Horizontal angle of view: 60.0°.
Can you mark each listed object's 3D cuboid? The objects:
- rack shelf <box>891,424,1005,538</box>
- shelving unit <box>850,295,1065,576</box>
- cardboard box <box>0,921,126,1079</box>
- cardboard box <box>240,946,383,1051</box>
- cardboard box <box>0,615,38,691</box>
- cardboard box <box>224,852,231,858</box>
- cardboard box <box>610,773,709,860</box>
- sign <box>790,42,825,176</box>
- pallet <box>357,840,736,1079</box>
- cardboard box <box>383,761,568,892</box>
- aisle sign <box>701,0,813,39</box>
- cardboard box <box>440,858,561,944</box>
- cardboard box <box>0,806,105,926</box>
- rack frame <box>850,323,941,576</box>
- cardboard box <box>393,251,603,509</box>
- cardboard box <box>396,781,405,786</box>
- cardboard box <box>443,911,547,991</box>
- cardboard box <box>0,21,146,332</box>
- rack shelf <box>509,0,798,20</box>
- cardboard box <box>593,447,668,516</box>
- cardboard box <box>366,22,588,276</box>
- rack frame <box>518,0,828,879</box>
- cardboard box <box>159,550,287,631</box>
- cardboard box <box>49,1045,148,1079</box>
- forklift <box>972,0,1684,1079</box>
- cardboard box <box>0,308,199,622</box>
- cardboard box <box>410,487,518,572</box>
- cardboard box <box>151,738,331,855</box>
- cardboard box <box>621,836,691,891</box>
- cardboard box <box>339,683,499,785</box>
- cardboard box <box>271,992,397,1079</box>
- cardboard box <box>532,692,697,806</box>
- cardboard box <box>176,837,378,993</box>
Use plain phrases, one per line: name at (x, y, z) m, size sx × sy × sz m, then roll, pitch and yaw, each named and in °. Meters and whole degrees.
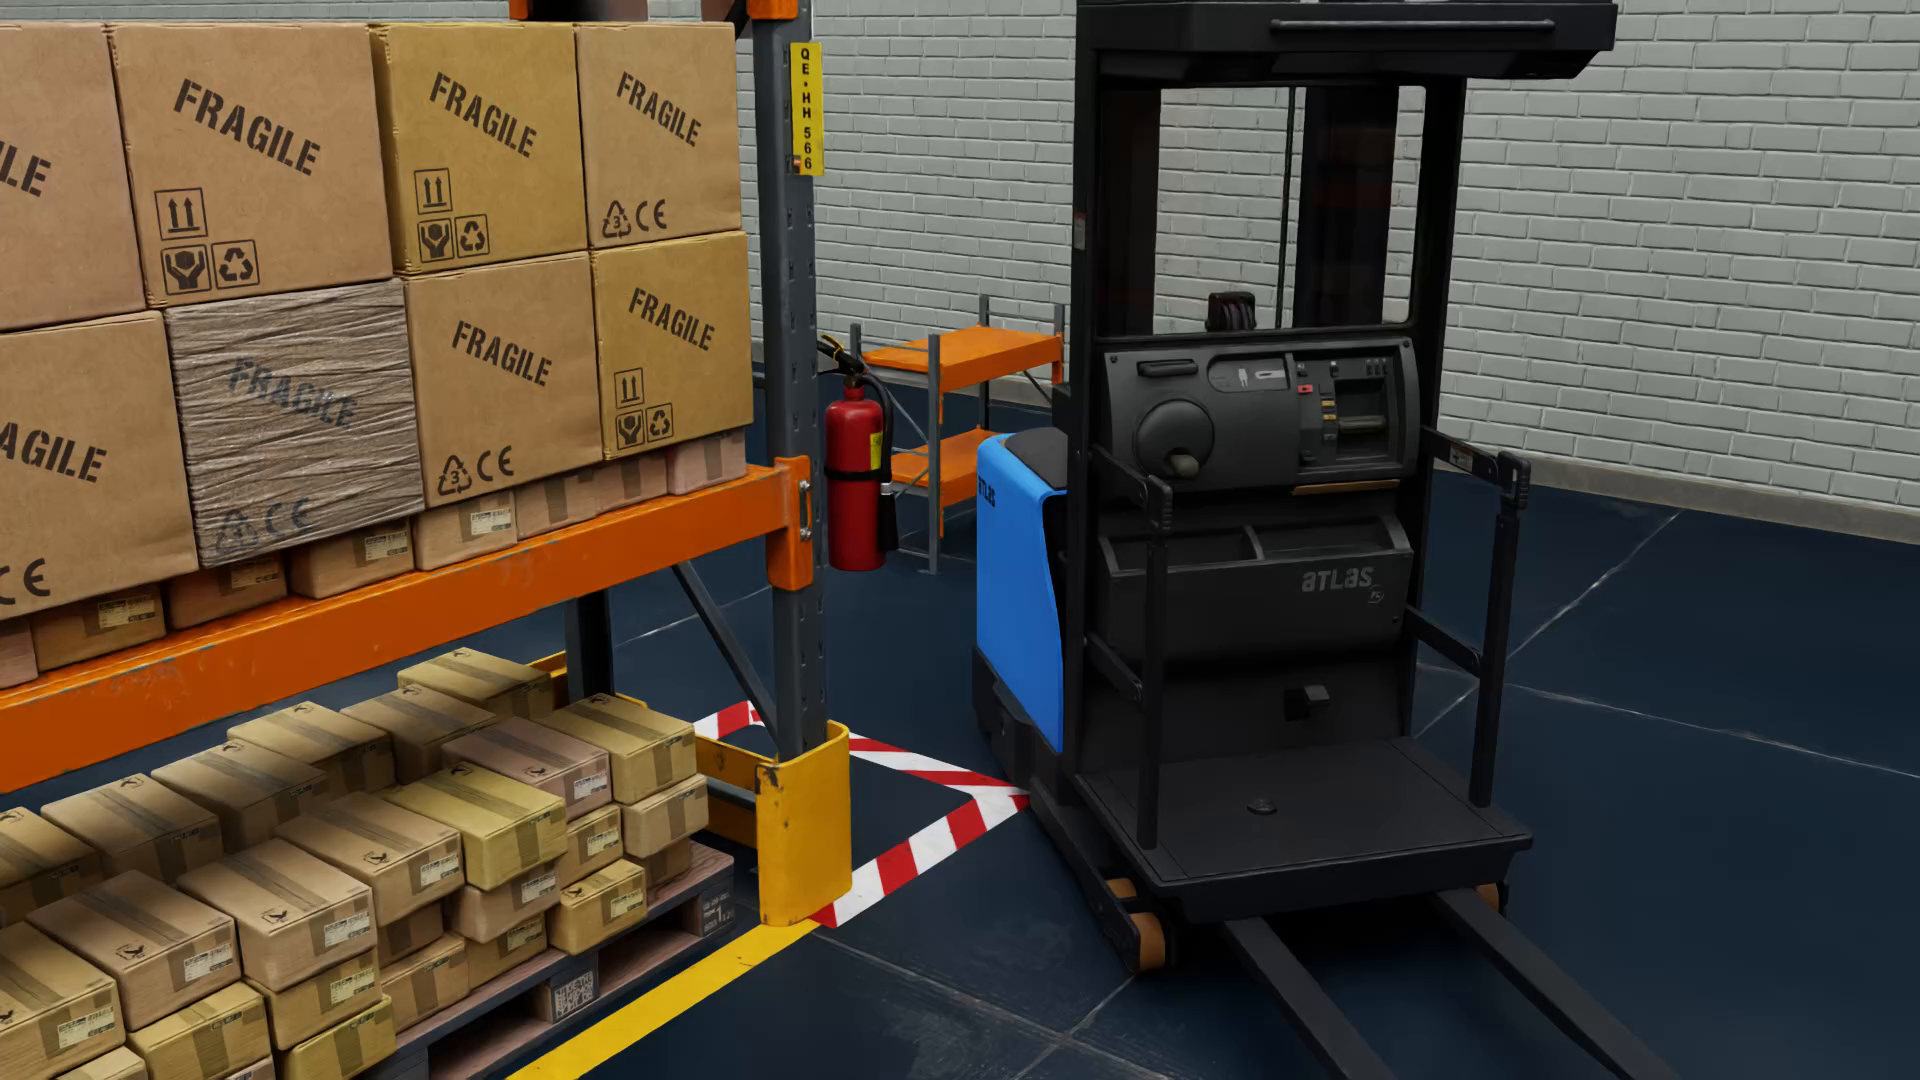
rack shelf at (0.004, -0.305, 8.155) m, size 0.538 × 0.278 × 1.000 m, roll 12°, pitch 21°, yaw 35°
shelving unit at (0.004, -0.539, 8.082) m, size 0.538 × 1.125 × 1.048 m, roll 12°, pitch 21°, yaw 35°
cardboard box at (-1.880, 0.927, 3.298) m, size 0.380 × 0.149 × 0.250 m, roll 13°, pitch 21°, yaw 35°
cardboard box at (-1.512, 0.955, 3.708) m, size 0.380 × 0.149 × 0.250 m, roll 13°, pitch 21°, yaw 35°
cardboard box at (-1.904, 0.179, 3.033) m, size 0.380 × 0.149 × 0.250 m, roll 13°, pitch 22°, yaw 37°
cardboard box at (-1.862, 0.780, 4.273) m, size 0.380 × 0.149 × 0.250 m, roll 13°, pitch 22°, yaw 36°
cardboard box at (-0.905, 0.705, 4.512) m, size 0.380 × 0.149 × 0.250 m, roll 12°, pitch 21°, yaw 33°
sign at (-0.386, -1.091, 4.213) m, size 0.100 × 0.325 × 0.005 m, roll 12°, pitch 21°, yaw 35°
pallet at (-1.378, 1.047, 4.515) m, size 1.003 × 0.211 × 1.213 m, roll 12°, pitch 21°, yaw 35°
cardboard box at (-1.180, 0.692, 4.054) m, size 0.380 × 0.149 × 0.250 m, roll 12°, pitch 21°, yaw 33°
aisle sign at (-0.536, -1.696, 4.263) m, size 0.394 × 0.787 × 0.004 m, roll 12°, pitch 21°, yaw 35°
cardboard box at (-1.214, 0.829, 4.113) m, size 0.380 × 0.149 × 0.250 m, roll 11°, pitch 21°, yaw 32°
cardboard box at (-2.174, 0.769, 3.806) m, size 0.380 × 0.149 × 0.250 m, roll 13°, pitch 21°, yaw 36°
rack frame at (-0.299, -0.418, 7.692) m, size 0.500 × 1.125 × 0.032 m, roll 12°, pitch 21°, yaw 35°
cardboard box at (-1.192, -0.405, 3.821) m, size 0.500 × 0.500 × 0.500 m, roll 12°, pitch 21°, yaw 34°
cardboard box at (-1.547, 0.664, 4.646) m, size 0.380 × 0.149 × 0.250 m, roll 12°, pitch 21°, yaw 34°
cardboard box at (-1.265, 0.960, 4.193) m, size 0.380 × 0.149 × 0.250 m, roll 12°, pitch 21°, yaw 34°
cardboard box at (-1.810, -0.631, 2.863) m, size 0.500 × 0.500 × 0.500 m, roll 12°, pitch 21°, yaw 33°
rack shelf at (-2.012, -1.102, 2.891) m, size 1.077 × 0.370 × 4.000 m, roll 12°, pitch 21°, yaw 35°
cardboard box at (-0.966, -0.190, 4.220) m, size 0.380 × 0.149 × 0.250 m, roll 12°, pitch 21°, yaw 35°
cardboard box at (-1.195, -0.883, 3.675) m, size 0.500 × 0.500 × 0.500 m, roll 12°, pitch 21°, yaw 33°
rack frame at (-0.820, -0.490, 4.763) m, size 1.000 × 3.000 × 0.127 m, roll 12°, pitch 21°, yaw 35°
cardboard box at (-1.626, 0.049, 3.452) m, size 0.380 × 0.149 × 0.250 m, roll 11°, pitch 21°, yaw 32°
cardboard box at (-1.821, 1.083, 3.295) m, size 0.380 × 0.149 × 0.250 m, roll 13°, pitch 21°, yaw 35°
forklift at (0.907, -0.357, 4.452) m, size 1.130 × 2.935 × 3.031 m, roll -4°, pitch 18°, yaw -14°
cardboard box at (-1.792, -0.166, 3.050) m, size 0.500 × 0.500 × 0.500 m, roll 14°, pitch 22°, yaw 37°
cardboard box at (-1.236, -0.062, 3.810) m, size 0.380 × 0.149 × 0.250 m, roll 13°, pitch 22°, yaw 36°
cardboard box at (-1.807, 0.650, 4.189) m, size 0.380 × 0.149 × 0.250 m, roll 11°, pitch 20°, yaw 32°
cardboard box at (-0.966, 0.833, 4.601) m, size 0.380 × 0.149 × 0.250 m, roll 13°, pitch 21°, yaw 36°
cardboard box at (-1.473, 0.539, 4.547) m, size 0.380 × 0.149 × 0.250 m, roll 13°, pitch 21°, yaw 36°
cardboard box at (-1.503, 1.093, 3.765) m, size 0.380 × 0.149 × 0.250 m, roll 11°, pitch 21°, yaw 32°
cardboard box at (-0.932, 0.558, 4.485) m, size 0.380 × 0.149 × 0.250 m, roll 13°, pitch 21°, yaw 35°
cardboard box at (-1.501, 0.816, 3.654) m, size 0.380 × 0.149 × 0.250 m, roll 13°, pitch 22°, yaw 37°
